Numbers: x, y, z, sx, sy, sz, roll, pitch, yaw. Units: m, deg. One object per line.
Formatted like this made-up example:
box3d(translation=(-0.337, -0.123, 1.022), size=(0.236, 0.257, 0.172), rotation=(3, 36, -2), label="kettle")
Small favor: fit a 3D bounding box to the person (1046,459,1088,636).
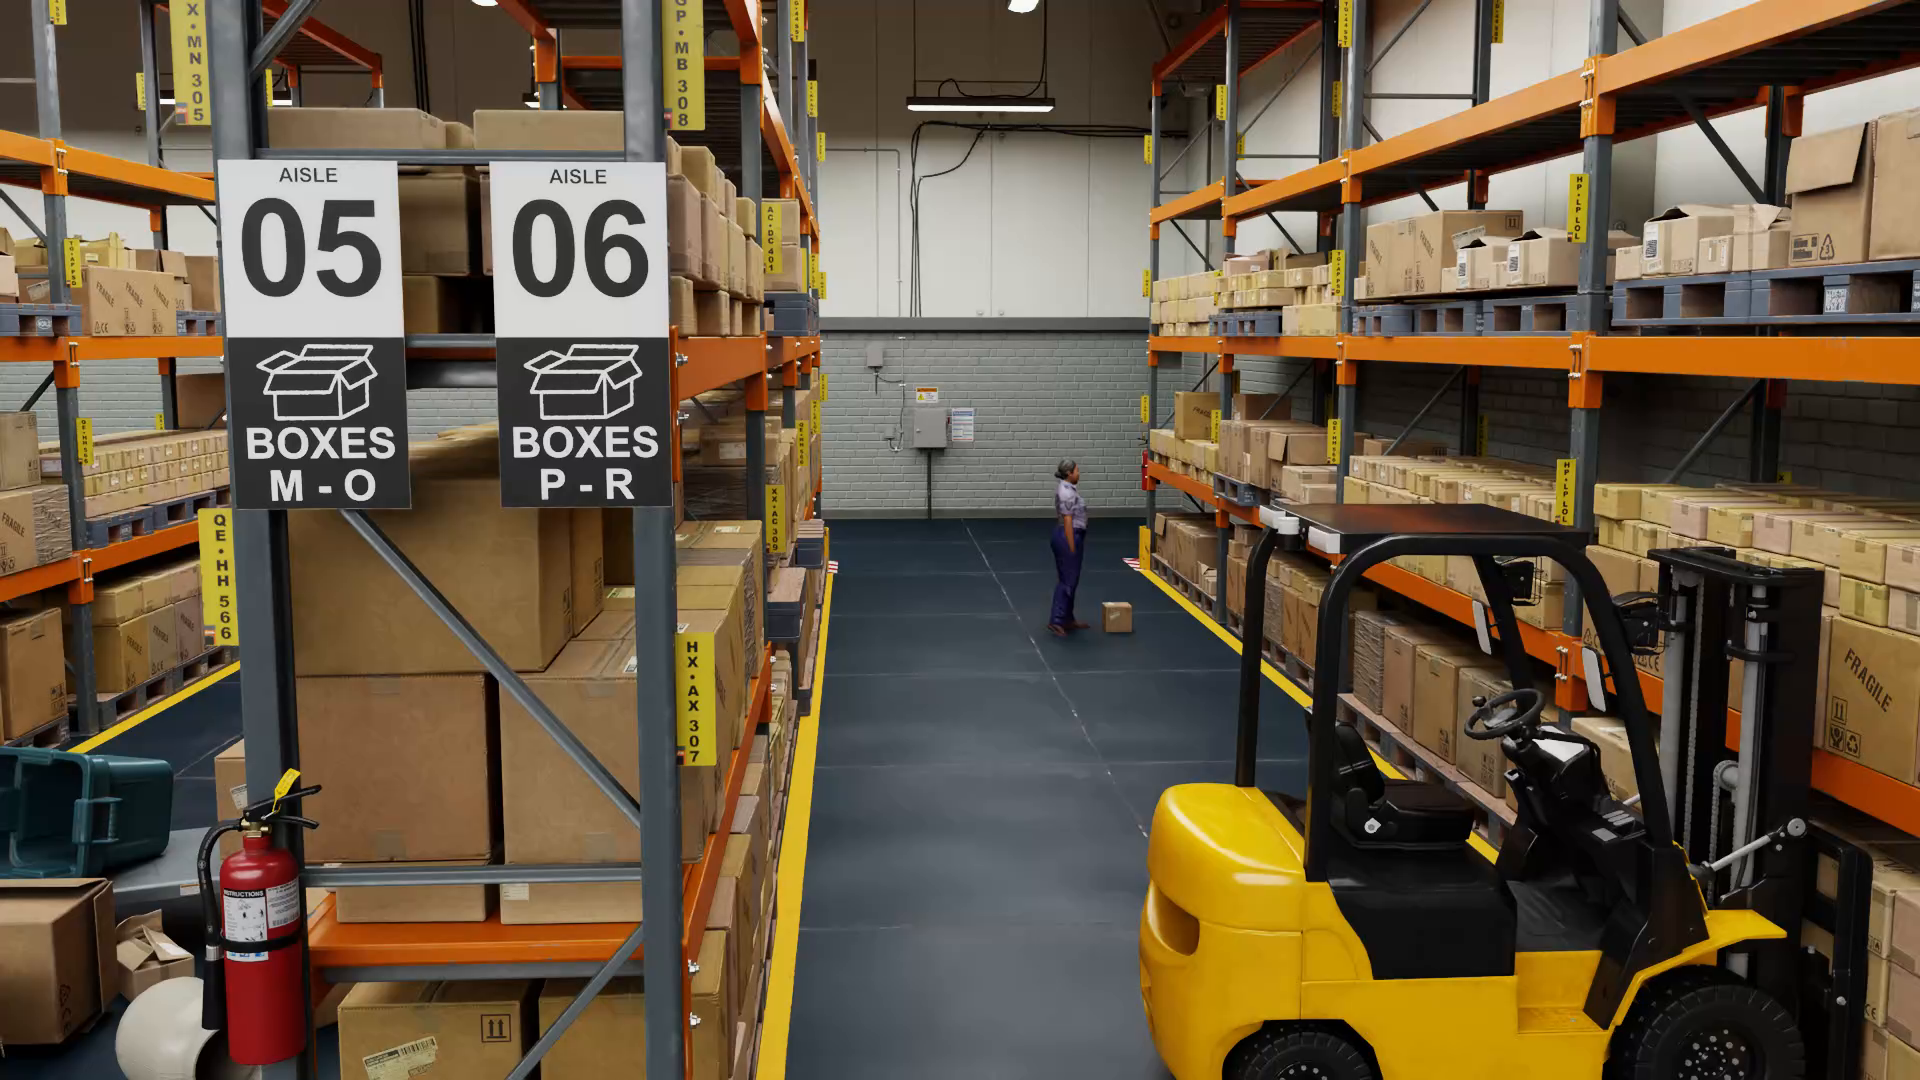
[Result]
box3d(translation=(1.027, 0.089, 15.844), size=(0.440, 1.716, 0.579), rotation=(0, 7, -3), label="person")
